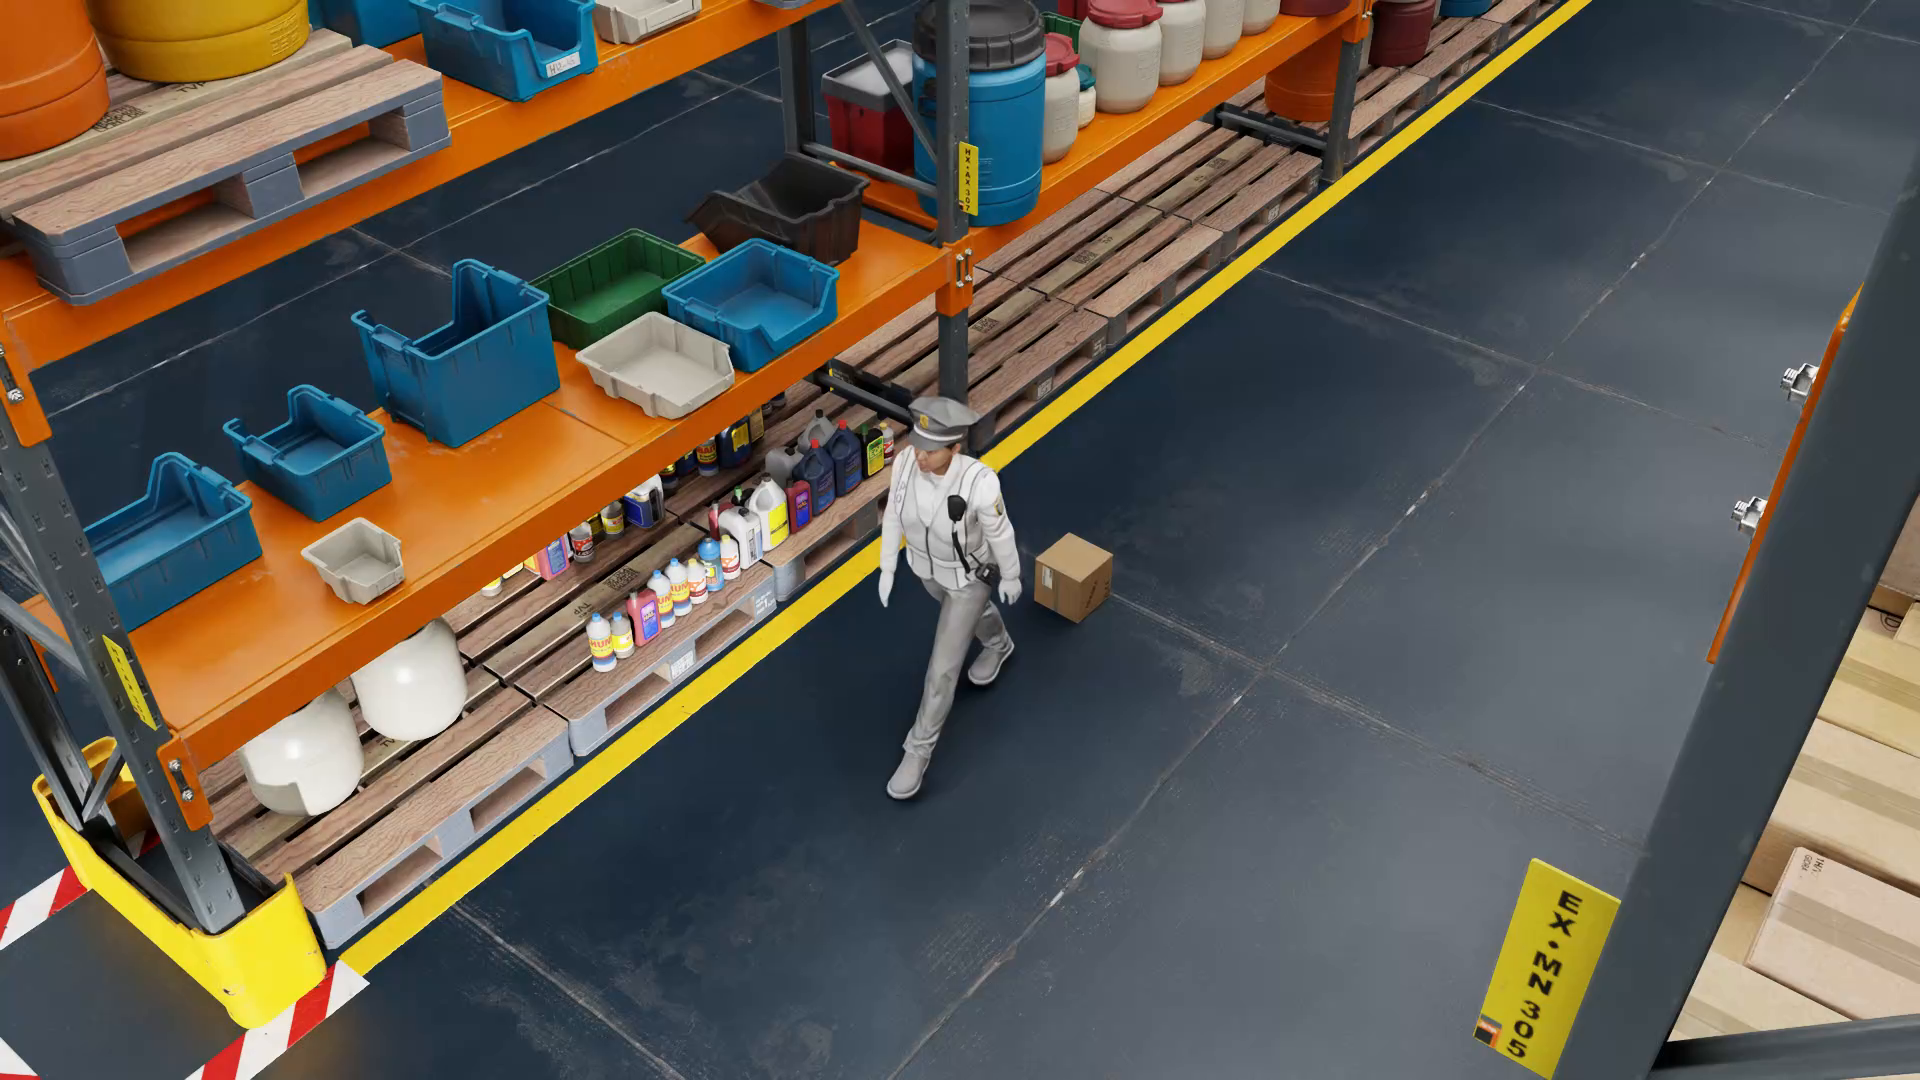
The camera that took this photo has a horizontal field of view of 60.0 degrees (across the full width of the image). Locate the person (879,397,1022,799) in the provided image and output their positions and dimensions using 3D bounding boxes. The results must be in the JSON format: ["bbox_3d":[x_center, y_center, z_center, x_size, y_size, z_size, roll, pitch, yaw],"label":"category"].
[{"bbox_3d":[-0.072,0.116,6.448,0.515,1.610,1.009,25,45,27],"label":"person"}]
